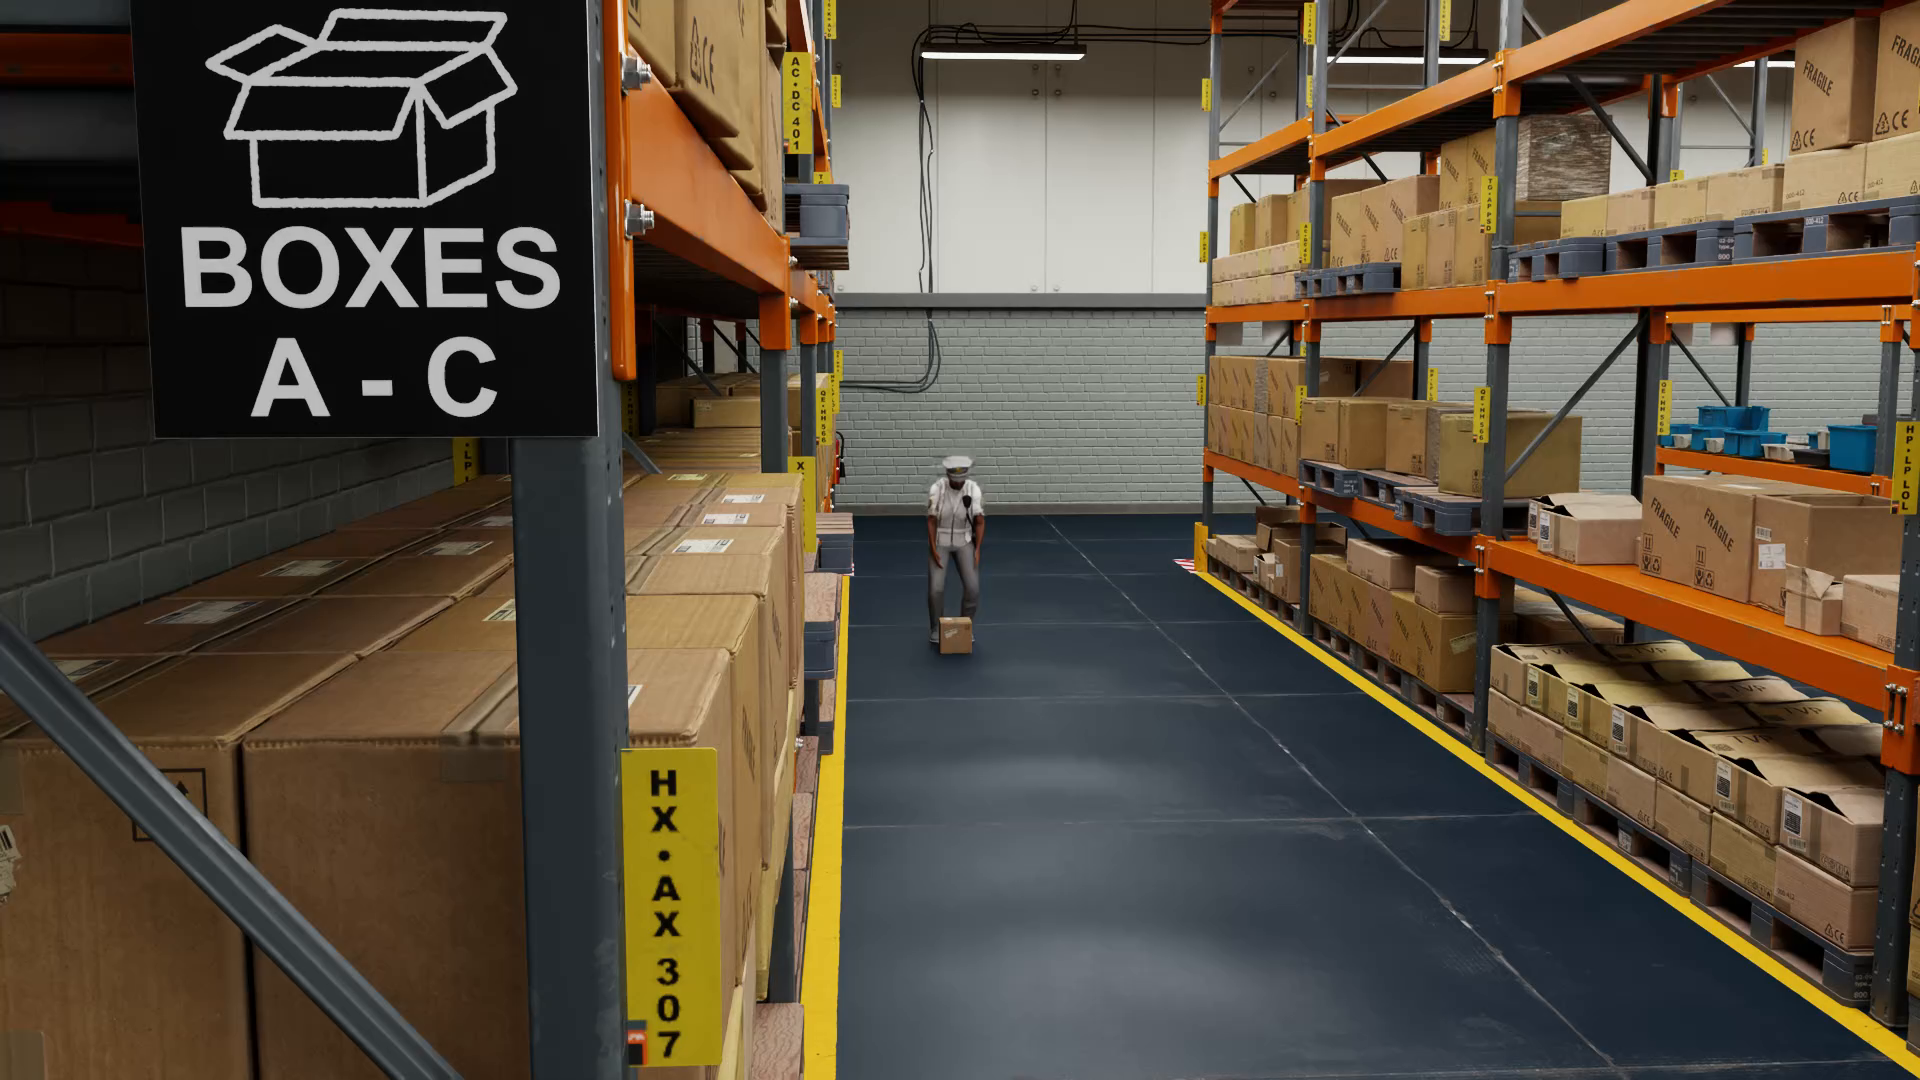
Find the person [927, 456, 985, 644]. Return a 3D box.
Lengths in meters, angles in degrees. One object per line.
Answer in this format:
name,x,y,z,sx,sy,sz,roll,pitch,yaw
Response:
person,-0.032,0.076,13.672,0.480,1.546,0.563,0,7,-3
